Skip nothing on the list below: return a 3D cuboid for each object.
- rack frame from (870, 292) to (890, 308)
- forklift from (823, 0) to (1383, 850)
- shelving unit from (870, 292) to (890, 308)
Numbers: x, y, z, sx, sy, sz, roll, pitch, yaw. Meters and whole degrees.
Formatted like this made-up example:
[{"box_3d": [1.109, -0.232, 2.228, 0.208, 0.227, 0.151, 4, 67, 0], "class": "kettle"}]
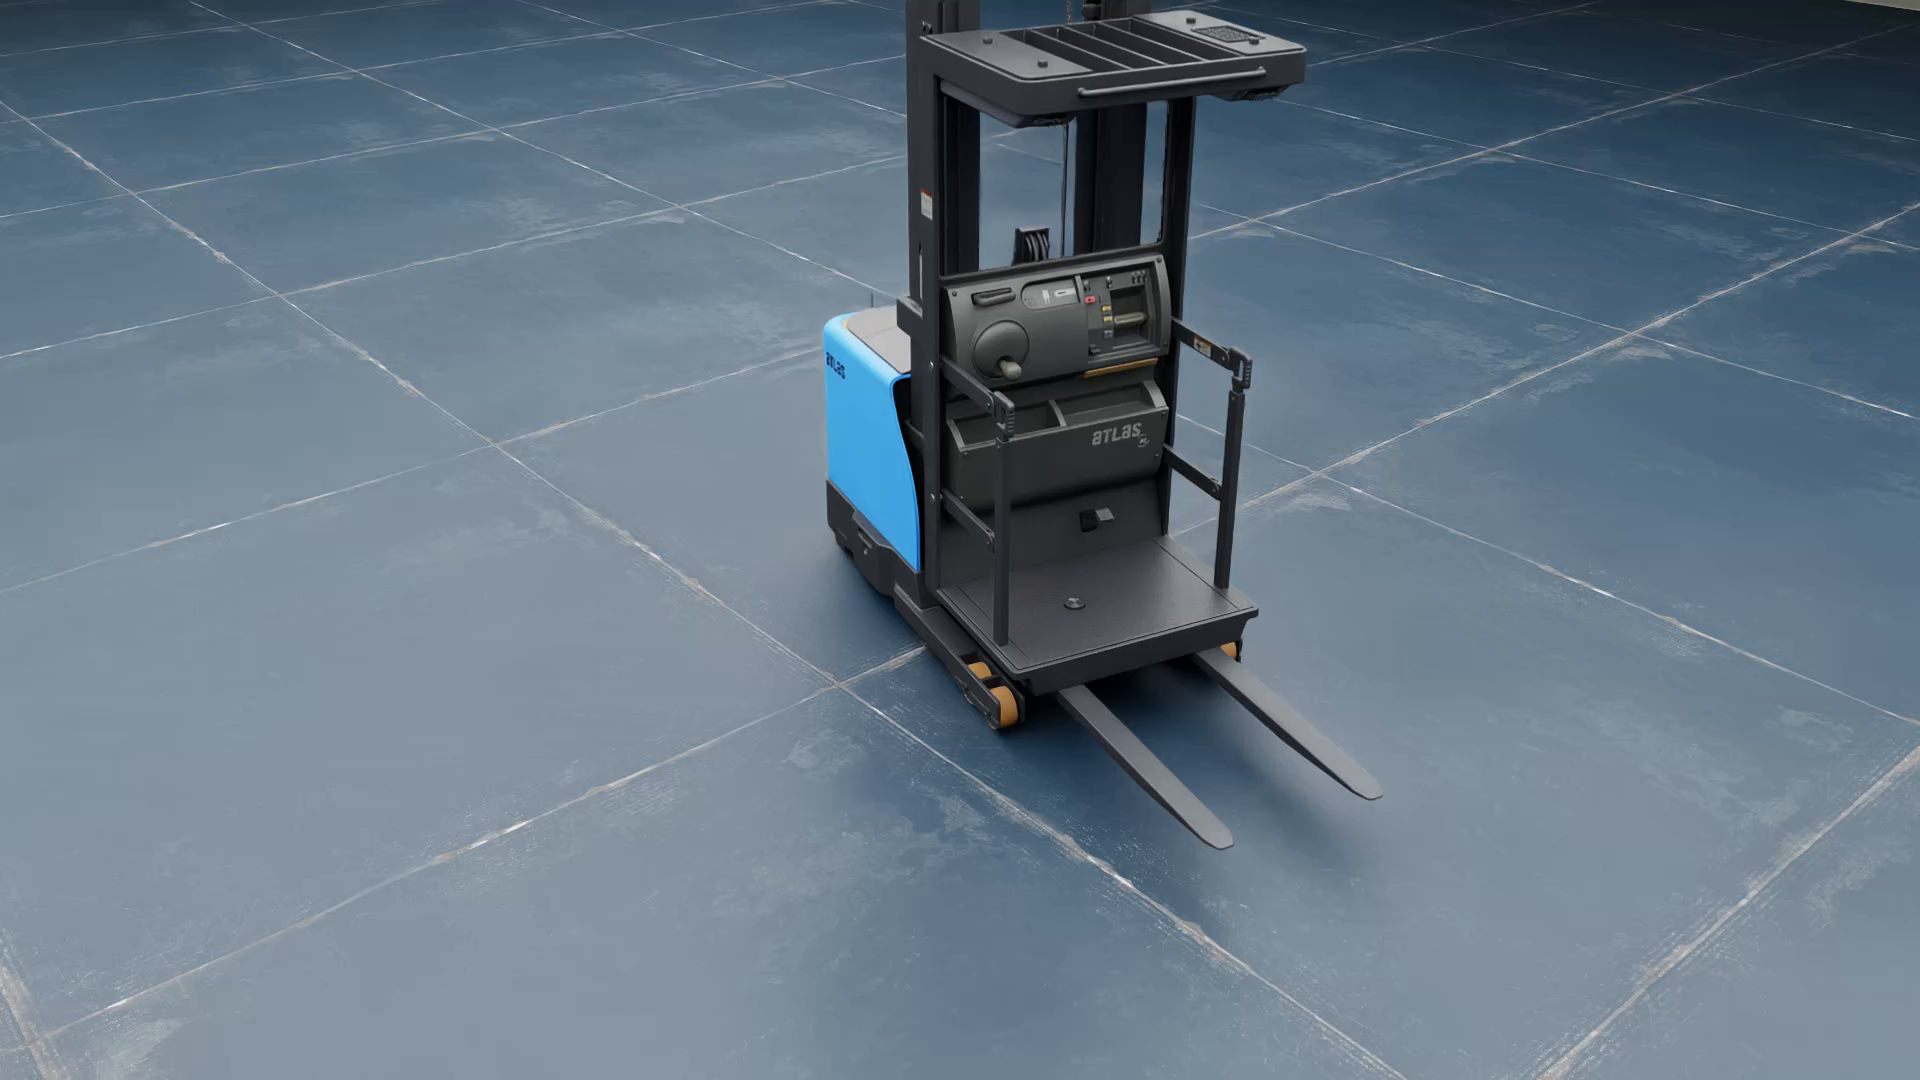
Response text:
[{"box_3d": [-0.364, -0.634, 7.823, 0.008, 1.050, 0.200, -13, 31, -23], "class": "rack frame"}, {"box_3d": [0.481, -0.802, 6.140, 1.130, 2.935, 3.031, -13, 31, -23], "class": "forklift"}, {"box_3d": [-0.255, -0.660, 7.872, 0.252, 1.050, 0.215, -13, 31, -23], "class": "shelving unit"}]
